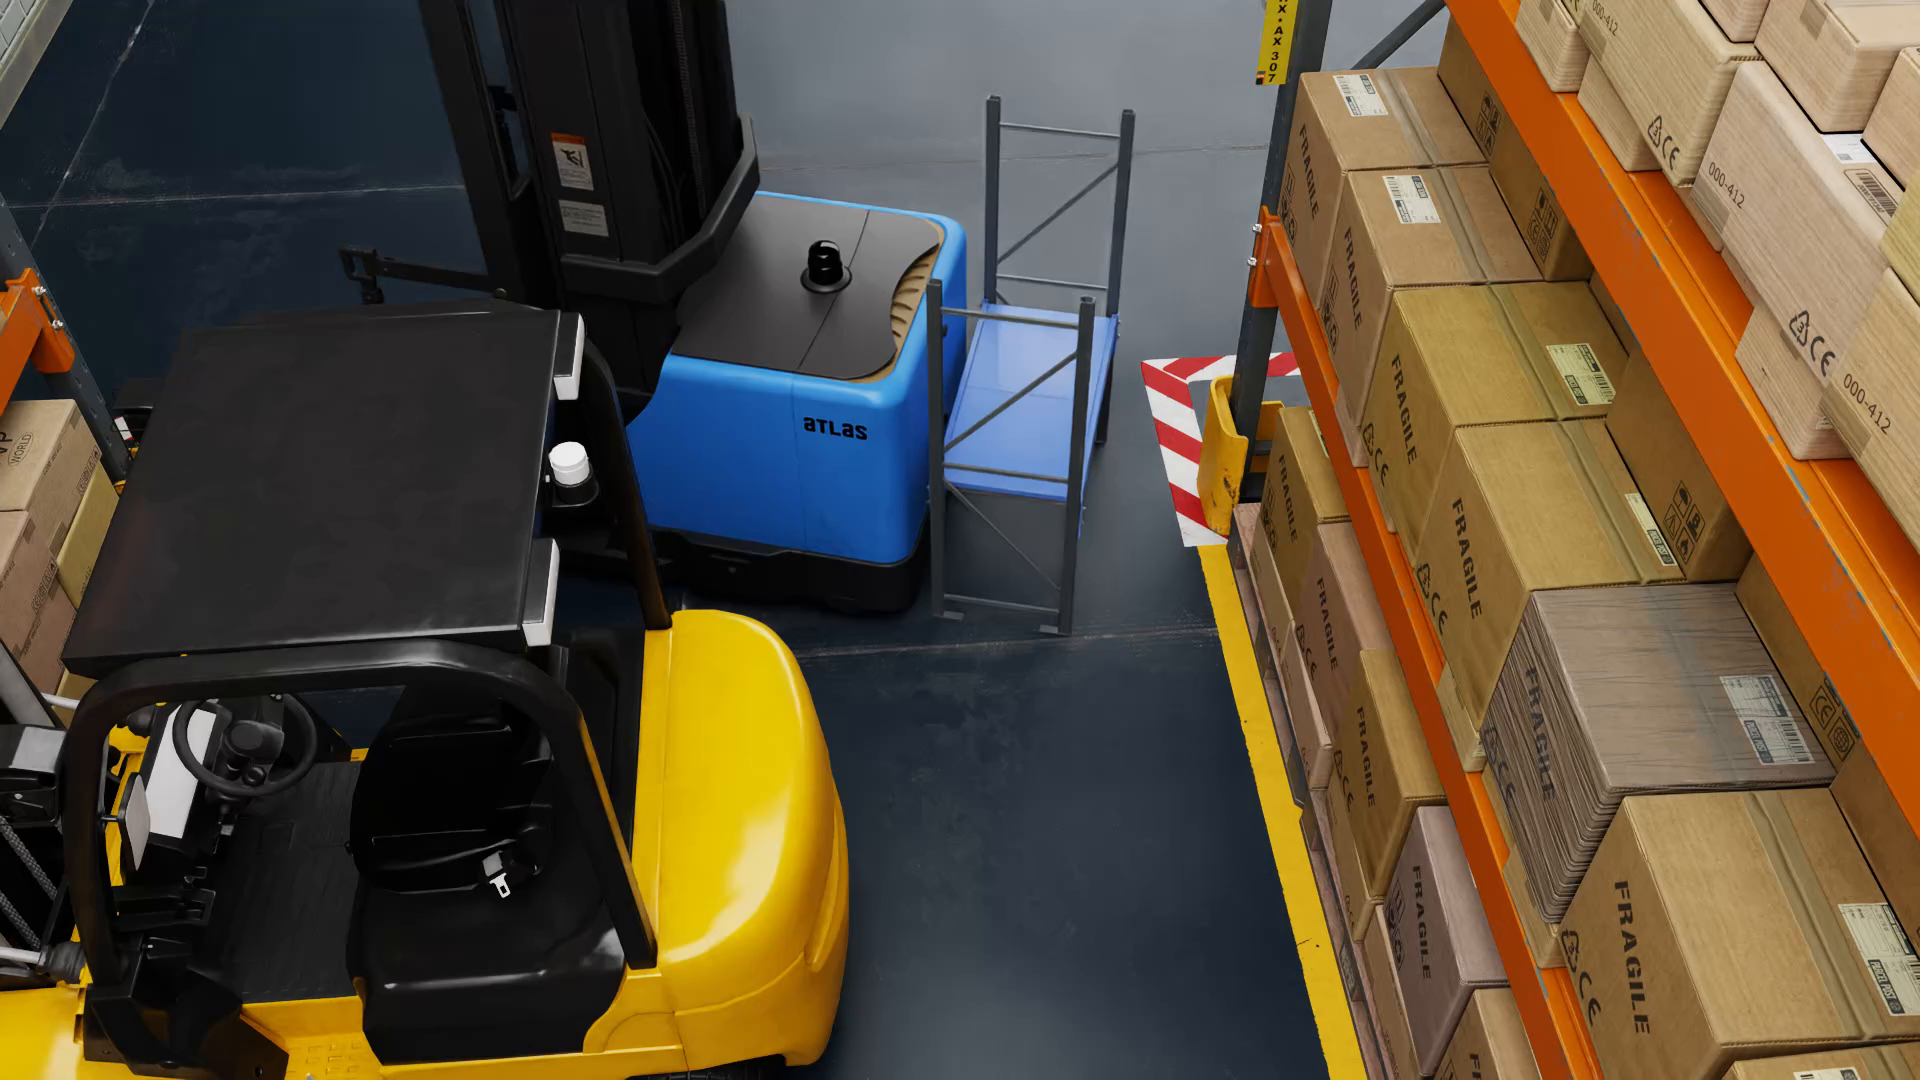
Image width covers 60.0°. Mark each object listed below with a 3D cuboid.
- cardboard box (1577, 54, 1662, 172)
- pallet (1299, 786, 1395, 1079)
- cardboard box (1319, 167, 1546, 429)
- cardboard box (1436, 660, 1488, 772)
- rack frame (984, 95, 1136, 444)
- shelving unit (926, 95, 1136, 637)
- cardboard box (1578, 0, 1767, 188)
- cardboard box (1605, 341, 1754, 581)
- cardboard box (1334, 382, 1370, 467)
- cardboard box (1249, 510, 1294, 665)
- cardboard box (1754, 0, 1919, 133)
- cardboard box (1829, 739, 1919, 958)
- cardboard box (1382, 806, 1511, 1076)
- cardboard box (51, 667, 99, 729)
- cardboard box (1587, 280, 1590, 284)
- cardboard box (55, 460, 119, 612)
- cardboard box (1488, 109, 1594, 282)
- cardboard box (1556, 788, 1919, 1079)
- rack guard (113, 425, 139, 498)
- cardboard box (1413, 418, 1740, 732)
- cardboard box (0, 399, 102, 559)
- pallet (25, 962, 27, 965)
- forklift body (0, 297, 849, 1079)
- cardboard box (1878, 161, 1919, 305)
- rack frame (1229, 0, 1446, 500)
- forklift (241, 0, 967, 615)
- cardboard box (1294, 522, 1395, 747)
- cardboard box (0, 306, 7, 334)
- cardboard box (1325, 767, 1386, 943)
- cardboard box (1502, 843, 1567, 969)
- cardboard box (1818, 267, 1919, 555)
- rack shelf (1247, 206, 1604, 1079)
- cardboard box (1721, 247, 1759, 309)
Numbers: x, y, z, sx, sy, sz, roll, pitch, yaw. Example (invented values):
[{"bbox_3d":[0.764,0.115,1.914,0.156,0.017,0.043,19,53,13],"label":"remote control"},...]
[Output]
[{"bbox_3d":[1.383,-0.821,3.069,0.380,0.149,0.250,-5,47,-4],"label":"cardboard box"},{"bbox_3d":[1.642,1.226,4.944,1.003,0.211,1.213,-3,47,-3],"label":"pallet"},{"bbox_3d":[1.314,-0.661,4.536,0.500,0.500,0.500,-2,47,-2],"label":"cardboard box"},{"bbox_3d":[1.371,0.402,3.976,0.380,0.149,0.250,-3,47,-3],"label":"cardboard box"},{"bbox_3d":[0.338,-0.941,6.108,0.500,1.500,0.032,8,47,7],"label":"rack frame"},{"bbox_3d":[0.243,-0.578,5.765,0.538,1.500,1.048,8,47,7],"label":"shelving unit"},{"bbox_3d":[1.404,-0.852,2.823,0.500,0.250,0.500,-3,47,-2],"label":"cardboard box"},{"bbox_3d":[1.848,-0.284,3.491,0.700,0.500,0.500,-4,47,-4],"label":"cardboard box"},{"bbox_3d":[1.278,-0.349,4.687,0.380,0.149,0.250,-3,47,-3],"label":"cardboard box"},{"bbox_3d":[1.296,0.143,5.653,0.500,0.250,0.500,-4,47,-4],"label":"cardboard box"},{"bbox_3d":[1.419,-0.735,2.438,0.380,0.149,0.250,-3,47,-3],"label":"cardboard box"},{"bbox_3d":[1.997,0.453,2.793,0.700,0.500,0.500,-3,47,-3],"label":"cardboard box"},{"bbox_3d":[1.434,1.030,4.297,0.500,0.500,0.500,-1,47,-1],"label":"cardboard box"},{"bbox_3d":[-3.055,0.528,5.289,0.500,0.250,0.500,-3,47,-3],"label":"cardboard box"},{"bbox_3d":[1.861,-0.657,4.532,0.500,0.500,0.500,-3,47,-3],"label":"cardboard box"},{"bbox_3d":[-3.090,0.008,5.437,0.500,0.250,0.500,-4,47,-4],"label":"cardboard box"},{"bbox_3d":[1.799,-1.016,4.184,0.700,0.500,0.500,-3,47,-3],"label":"cardboard box"},{"bbox_3d":[1.504,0.820,3.133,0.500,0.500,0.500,-2,47,-2],"label":"cardboard box"},{"bbox_3d":[-3.444,-0.112,6.012,1.175,0.500,0.348,-3,47,-3],"label":"rack guard"},{"bbox_3d":[1.408,0.075,3.839,0.500,0.500,0.500,-4,47,-4],"label":"cardboard box"},{"bbox_3d":[-3.092,-0.183,5.273,0.500,0.250,0.500,-2,47,-2],"label":"cardboard box"},{"bbox_3d":[-3.237,1.436,4.745,1.003,0.211,1.213,-3,47,-3],"label":"pallet"},{"bbox_3d":[-1.465,0.599,4.202,2.313,2.155,1.214,-3,47,-3],"label":"forklift body"},{"bbox_3d":[1.412,-0.357,2.080,0.380,0.149,0.250,-2,47,-2],"label":"cardboard box"},{"bbox_3d":[1.504,-1.259,5.376,1.000,3.000,0.127,-3,47,-3],"label":"rack frame"},{"bbox_3d":[-1.535,-1.302,5.465,3.031,2.935,1.130,9,47,9],"label":"forklift"},{"bbox_3d":[1.347,0.280,5.007,0.500,0.500,0.500,-5,47,-5],"label":"cardboard box"},{"bbox_3d":[-3.139,-0.649,4.729,0.500,0.500,0.500,-4,47,-4],"label":"cardboard box"},{"bbox_3d":[1.390,0.907,4.930,0.500,0.250,0.500,-1,47,-1],"label":"cardboard box"},{"bbox_3d":[1.420,0.773,3.625,0.380,0.149,0.250,-4,47,-4],"label":"cardboard box"},{"bbox_3d":[1.490,-0.115,2.126,0.500,0.250,0.500,-4,47,-4],"label":"cardboard box"},{"bbox_3d":[1.672,0.436,4.267,1.077,0.370,4.000,-3,47,-3],"label":"rack shelf"},{"bbox_3d":[1.499,-0.458,2.725,0.380,0.149,0.250,-3,47,-2],"label":"cardboard box"}]
